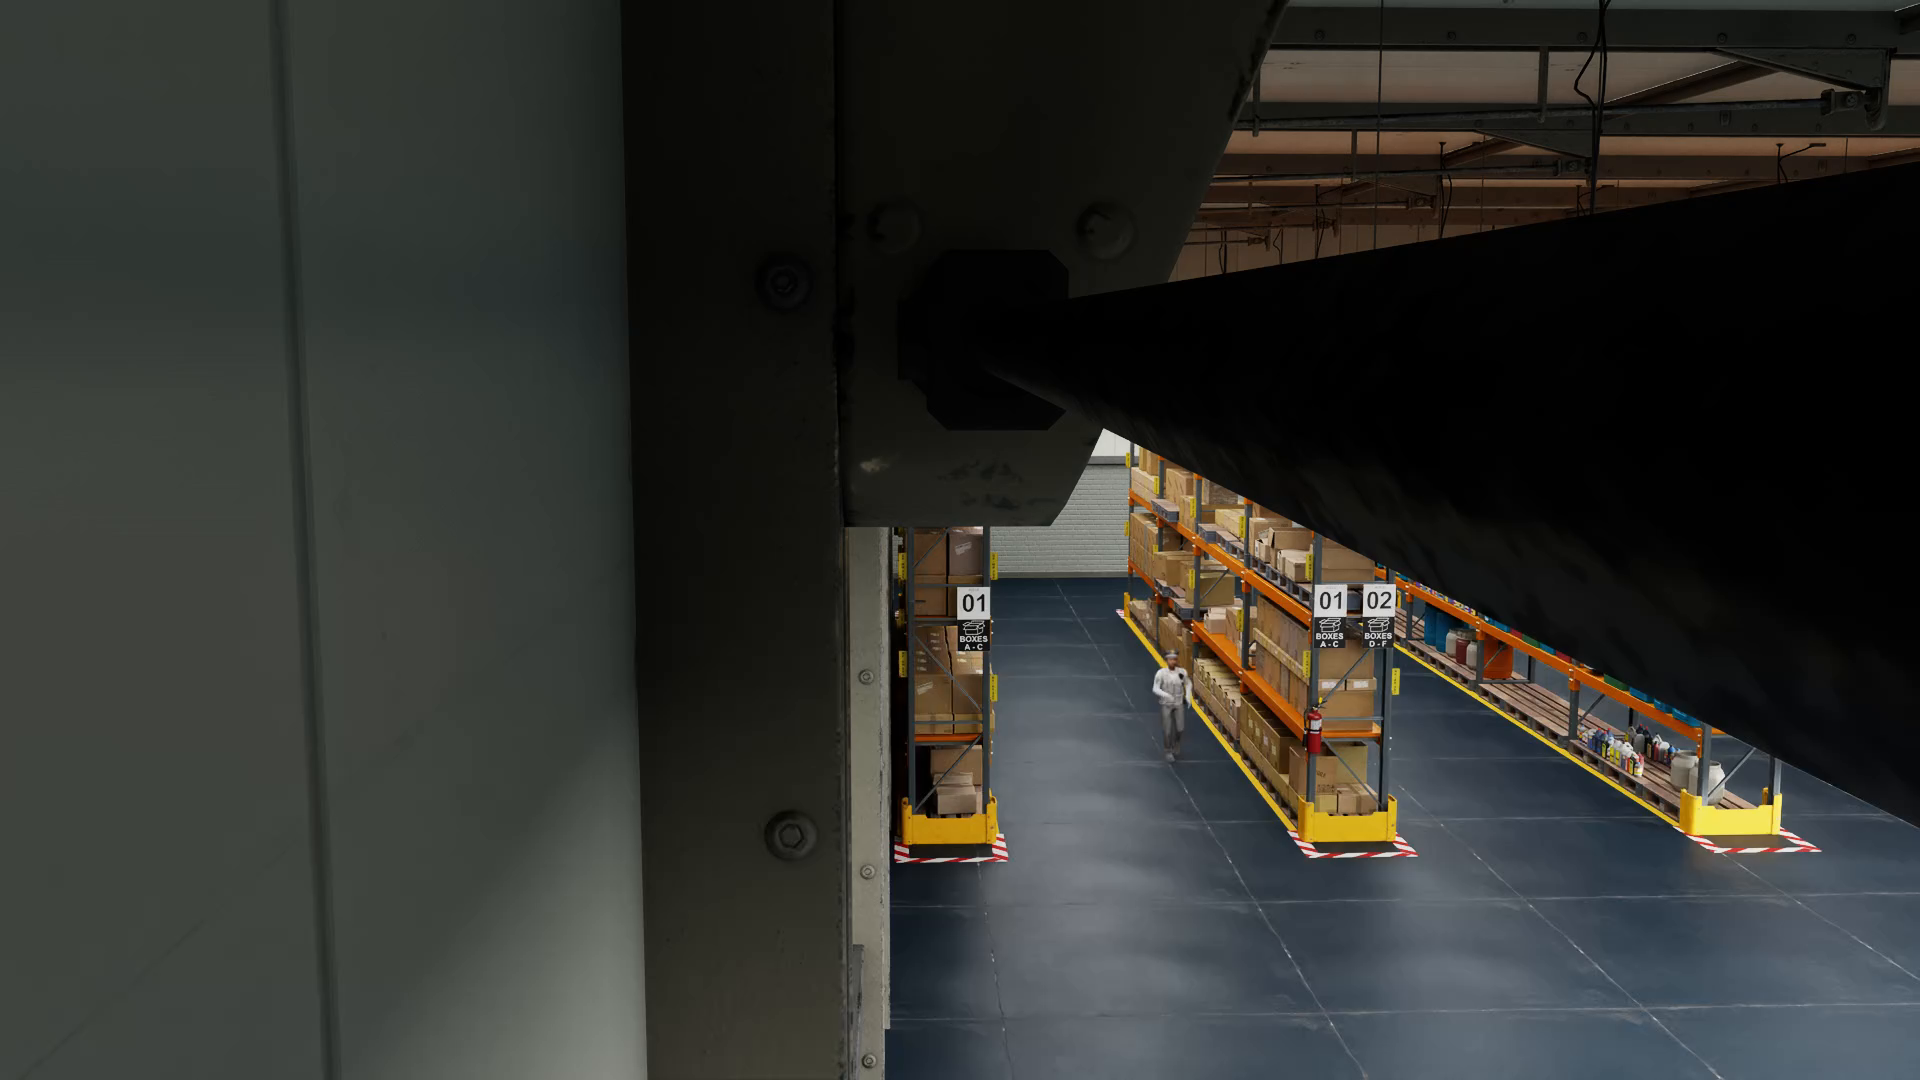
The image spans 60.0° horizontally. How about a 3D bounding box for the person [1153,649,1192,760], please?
[{"bbox_3d":[3.104,2.411,24.207,0.597,1.660,0.569,0,7,0],"label":"person"}]
